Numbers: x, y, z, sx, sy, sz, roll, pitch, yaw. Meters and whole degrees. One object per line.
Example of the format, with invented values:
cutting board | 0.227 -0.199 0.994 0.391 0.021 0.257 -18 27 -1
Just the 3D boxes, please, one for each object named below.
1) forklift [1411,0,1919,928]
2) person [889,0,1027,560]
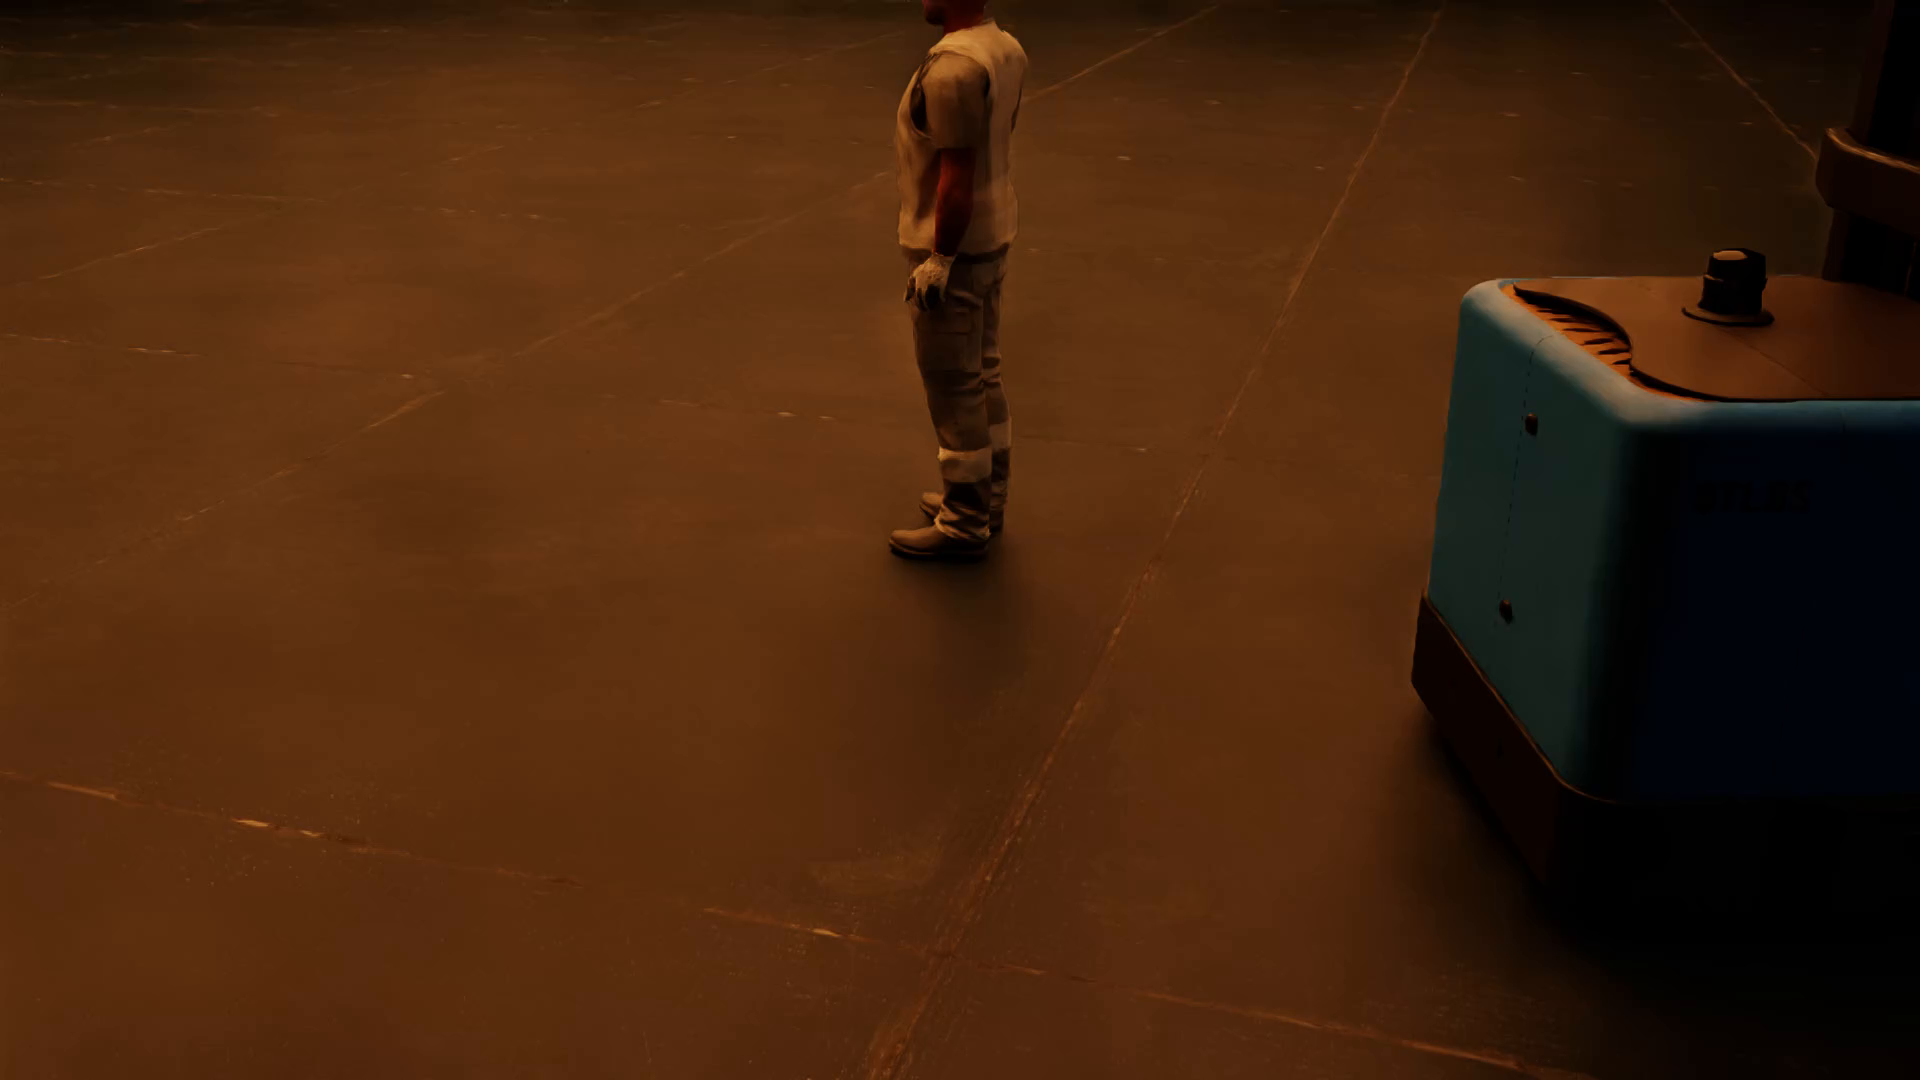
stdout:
forklift | 2.640 -0.798 3.212 3.031 2.935 1.130 -1 22 -2
person | -0.020 -0.830 4.783 0.349 1.795 0.540 7 23 16
